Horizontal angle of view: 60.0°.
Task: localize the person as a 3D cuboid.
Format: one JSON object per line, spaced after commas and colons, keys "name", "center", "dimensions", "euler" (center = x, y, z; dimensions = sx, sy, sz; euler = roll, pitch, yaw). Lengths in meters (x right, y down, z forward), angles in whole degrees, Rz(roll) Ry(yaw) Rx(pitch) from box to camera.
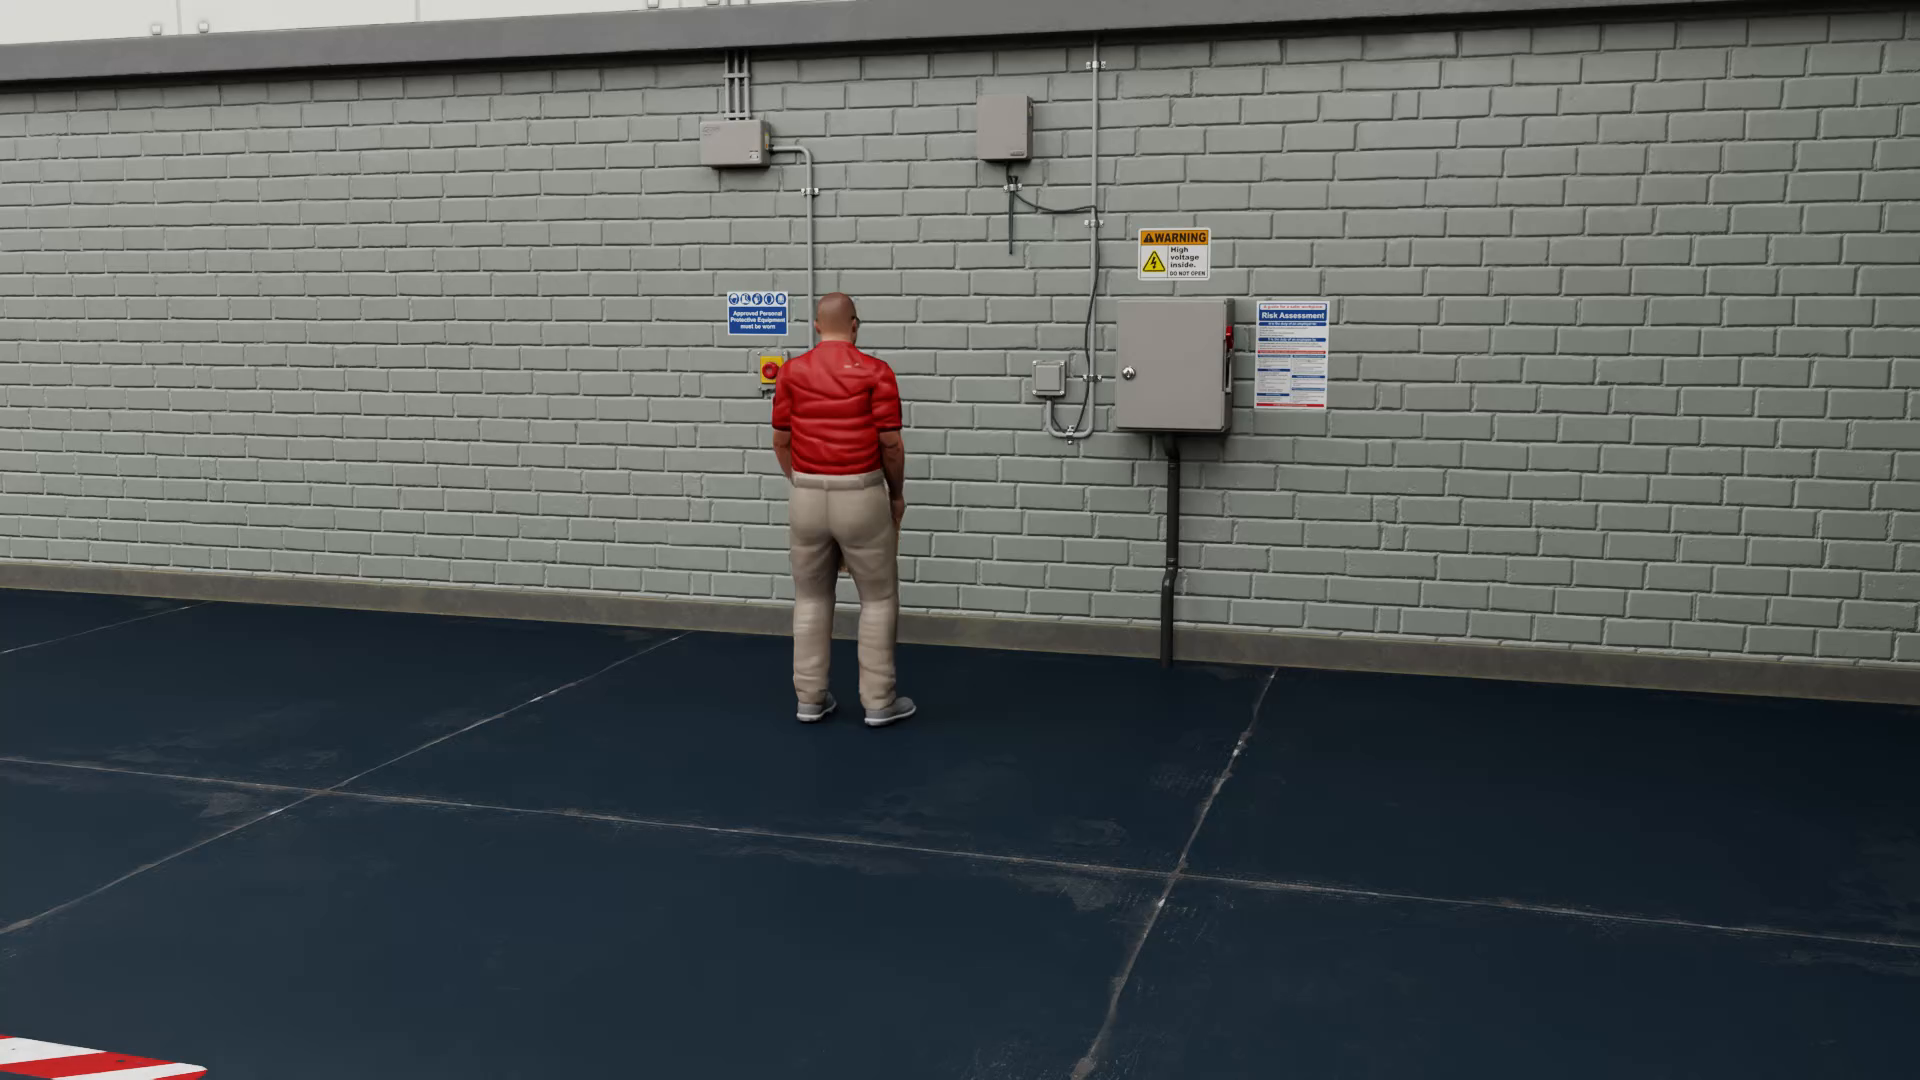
{"name": "person", "center": [-0.476, -0.126, 6.724], "dimensions": [0.547, 1.733, 0.404], "euler": [2, 9, 15]}
